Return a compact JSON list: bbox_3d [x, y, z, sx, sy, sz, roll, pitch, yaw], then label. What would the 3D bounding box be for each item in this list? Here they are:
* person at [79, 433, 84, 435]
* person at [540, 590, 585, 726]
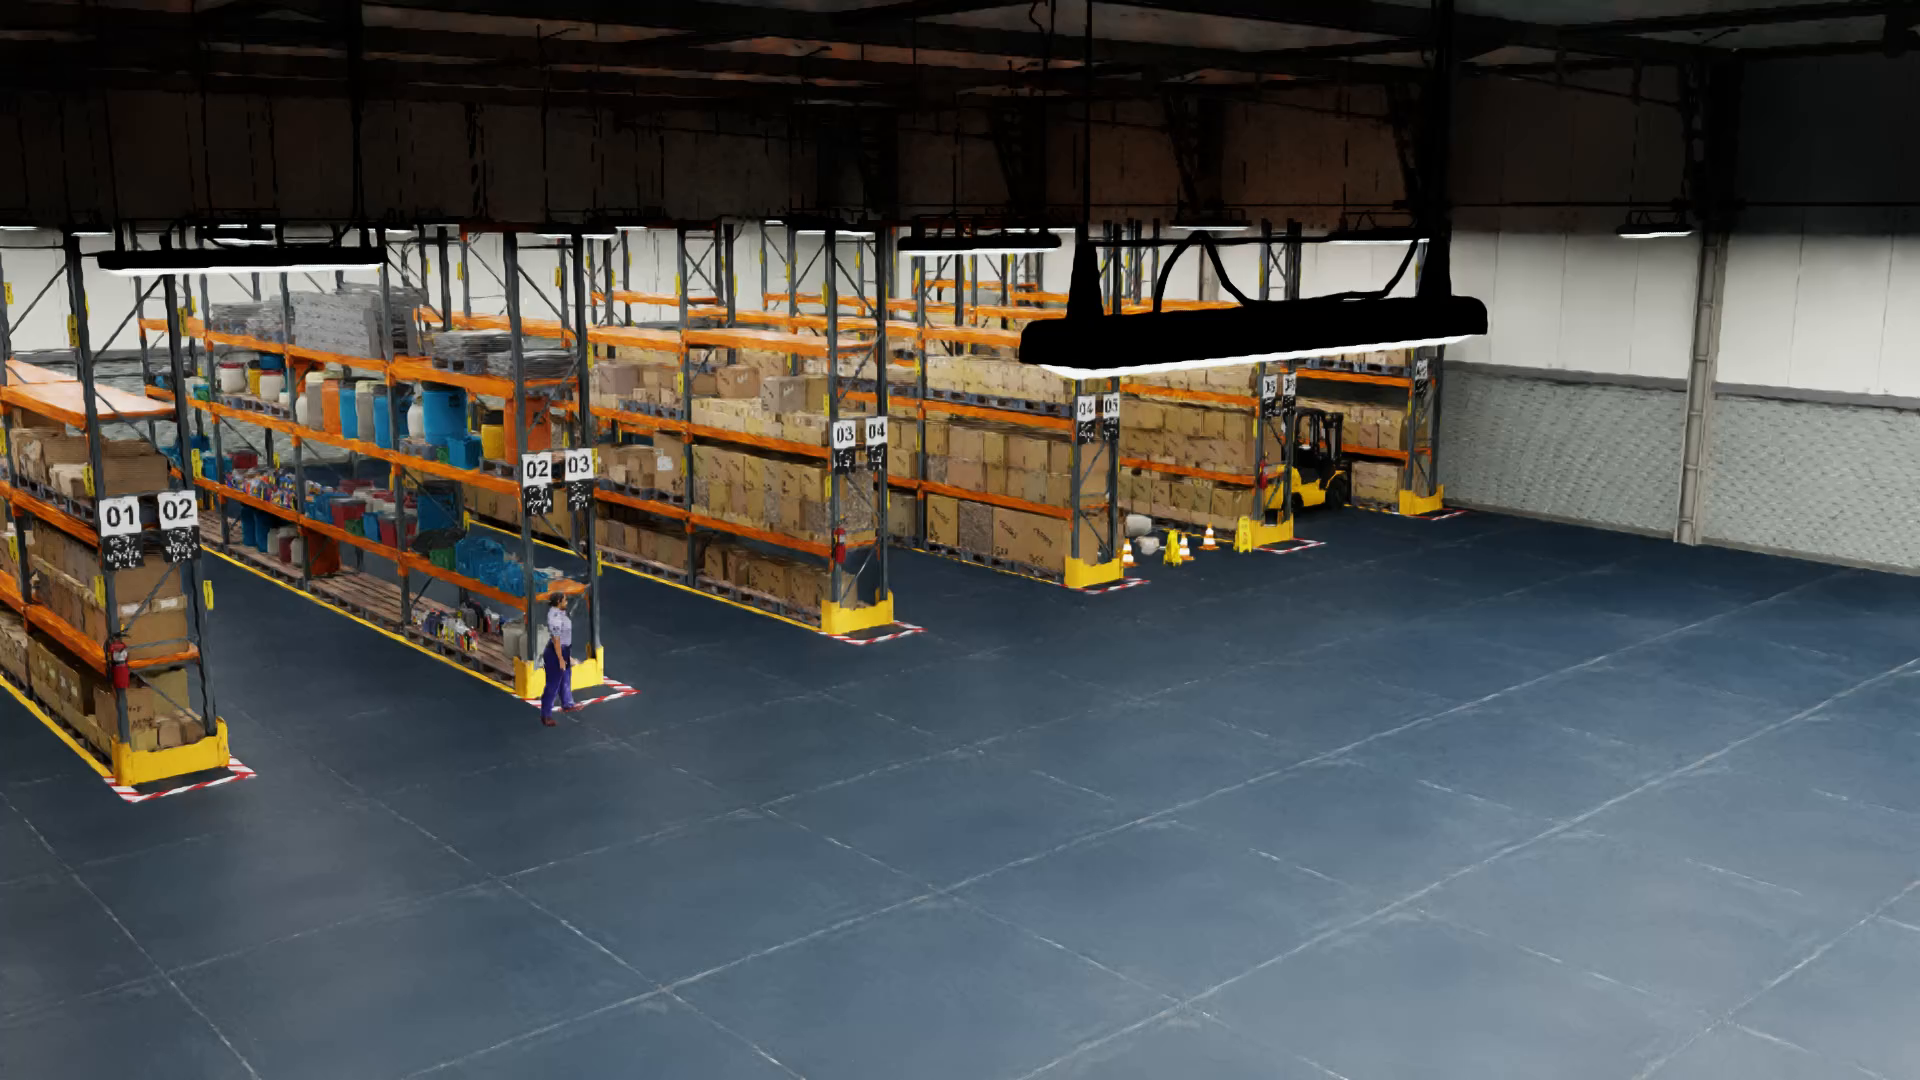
[{"bbox_3d":[-18.248,-1.334,34.739,0.680,1.475,0.866,-8,14,-35],"label":"person"},{"bbox_3d":[-4.982,1.416,20.663,0.527,1.644,0.713,-2,12,-10],"label":"person"}]
